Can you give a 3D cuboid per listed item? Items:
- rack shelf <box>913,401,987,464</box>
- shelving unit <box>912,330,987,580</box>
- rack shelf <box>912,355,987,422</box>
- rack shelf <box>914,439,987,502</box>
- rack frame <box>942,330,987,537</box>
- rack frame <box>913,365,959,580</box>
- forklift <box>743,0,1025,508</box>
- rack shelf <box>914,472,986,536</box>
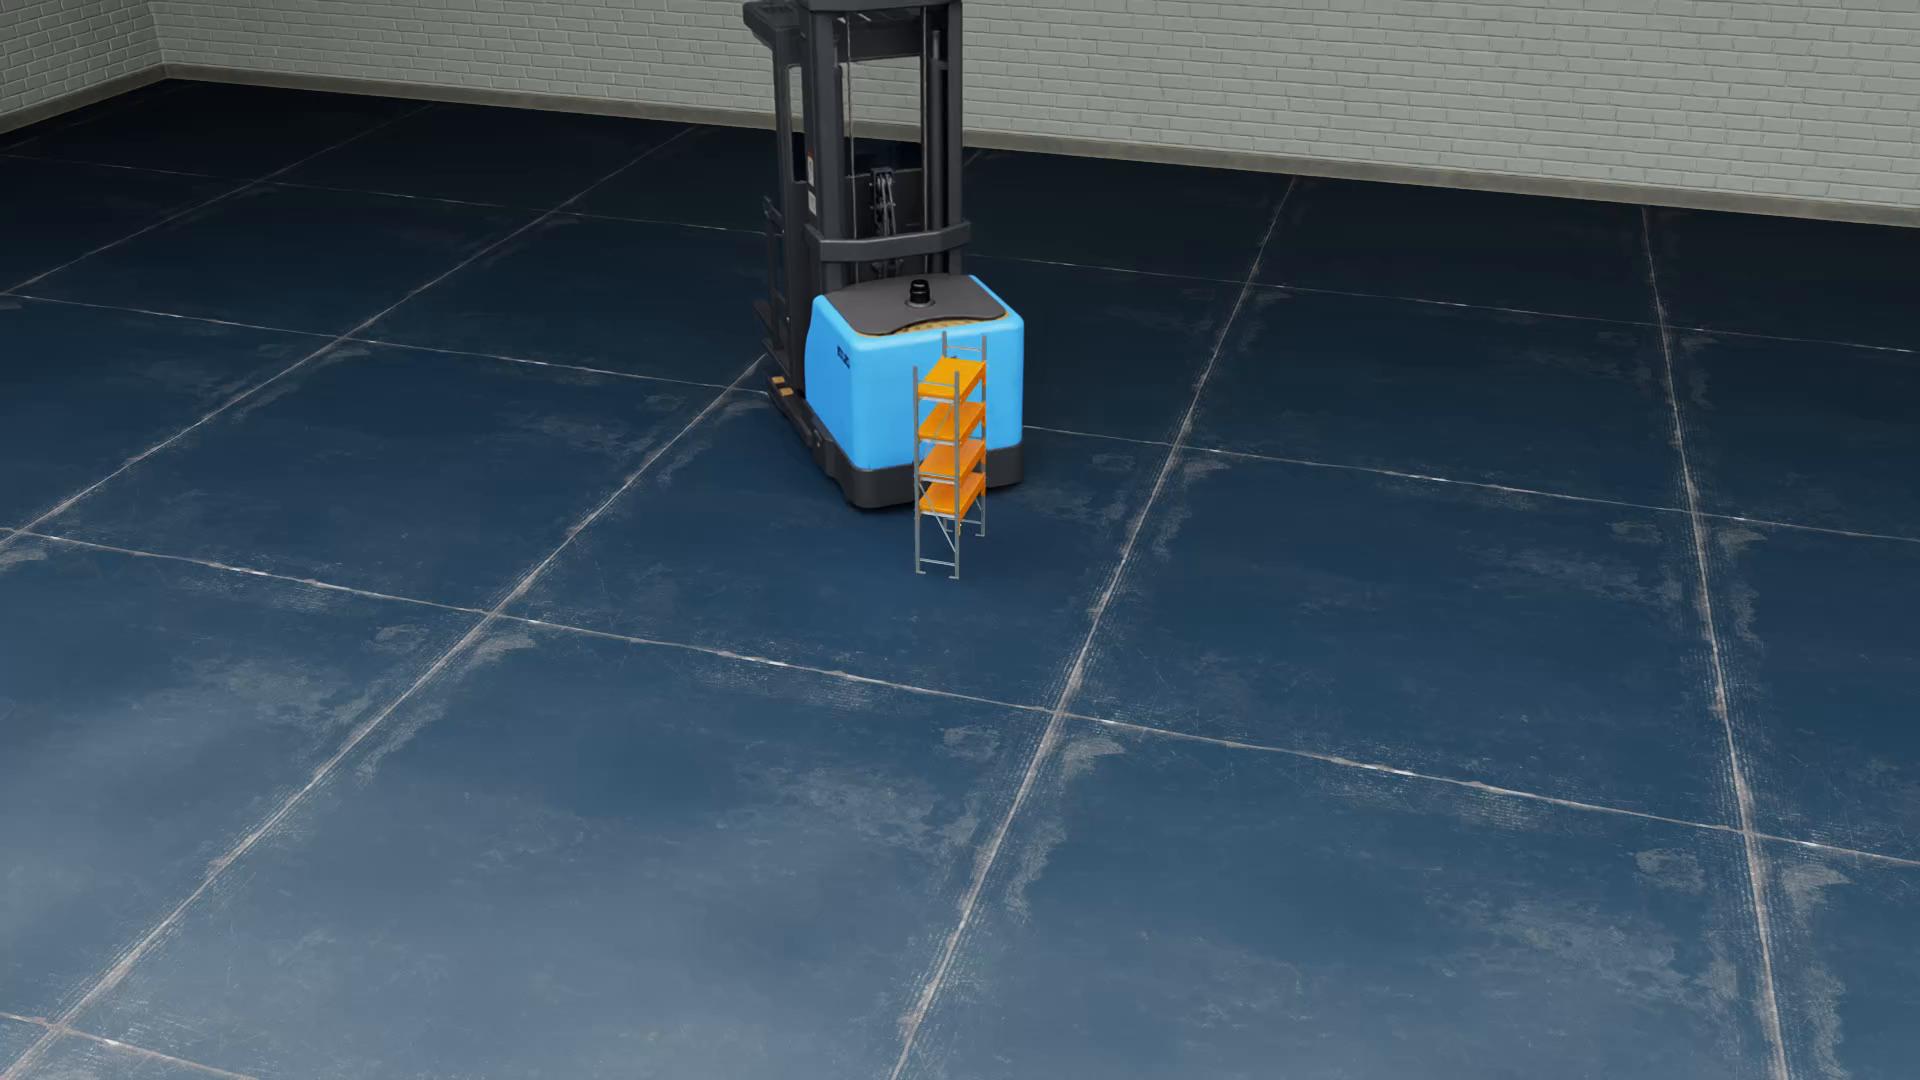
[{"bbox_3d":[-0.049,-0.584,8.744,0.258,0.148,0.480,8,30,15],"label":"rack shelf"},{"bbox_3d":[-0.049,-0.447,8.820,0.258,1.200,0.503,8,30,15],"label":"shelving unit"},{"bbox_3d":[-0.049,-0.791,8.629,0.258,0.148,0.480,8,30,15],"label":"rack shelf"},{"bbox_3d":[-0.049,-0.389,8.853,0.258,0.148,0.480,8,30,15],"label":"rack shelf"},{"bbox_3d":[0.023,-0.561,9.024,0.240,1.200,0.015,8,30,15],"label":"rack frame"},{"bbox_3d":[-0.120,-0.334,8.616,0.240,1.200,0.015,8,30,15],"label":"rack frame"},{"bbox_3d":[-0.624,-2.161,10.119,1.130,2.935,3.031,-11,31,-18],"label":"forklift"},{"bbox_3d":[-0.049,-0.215,8.949,0.258,0.148,0.480,8,30,15],"label":"rack shelf"}]
